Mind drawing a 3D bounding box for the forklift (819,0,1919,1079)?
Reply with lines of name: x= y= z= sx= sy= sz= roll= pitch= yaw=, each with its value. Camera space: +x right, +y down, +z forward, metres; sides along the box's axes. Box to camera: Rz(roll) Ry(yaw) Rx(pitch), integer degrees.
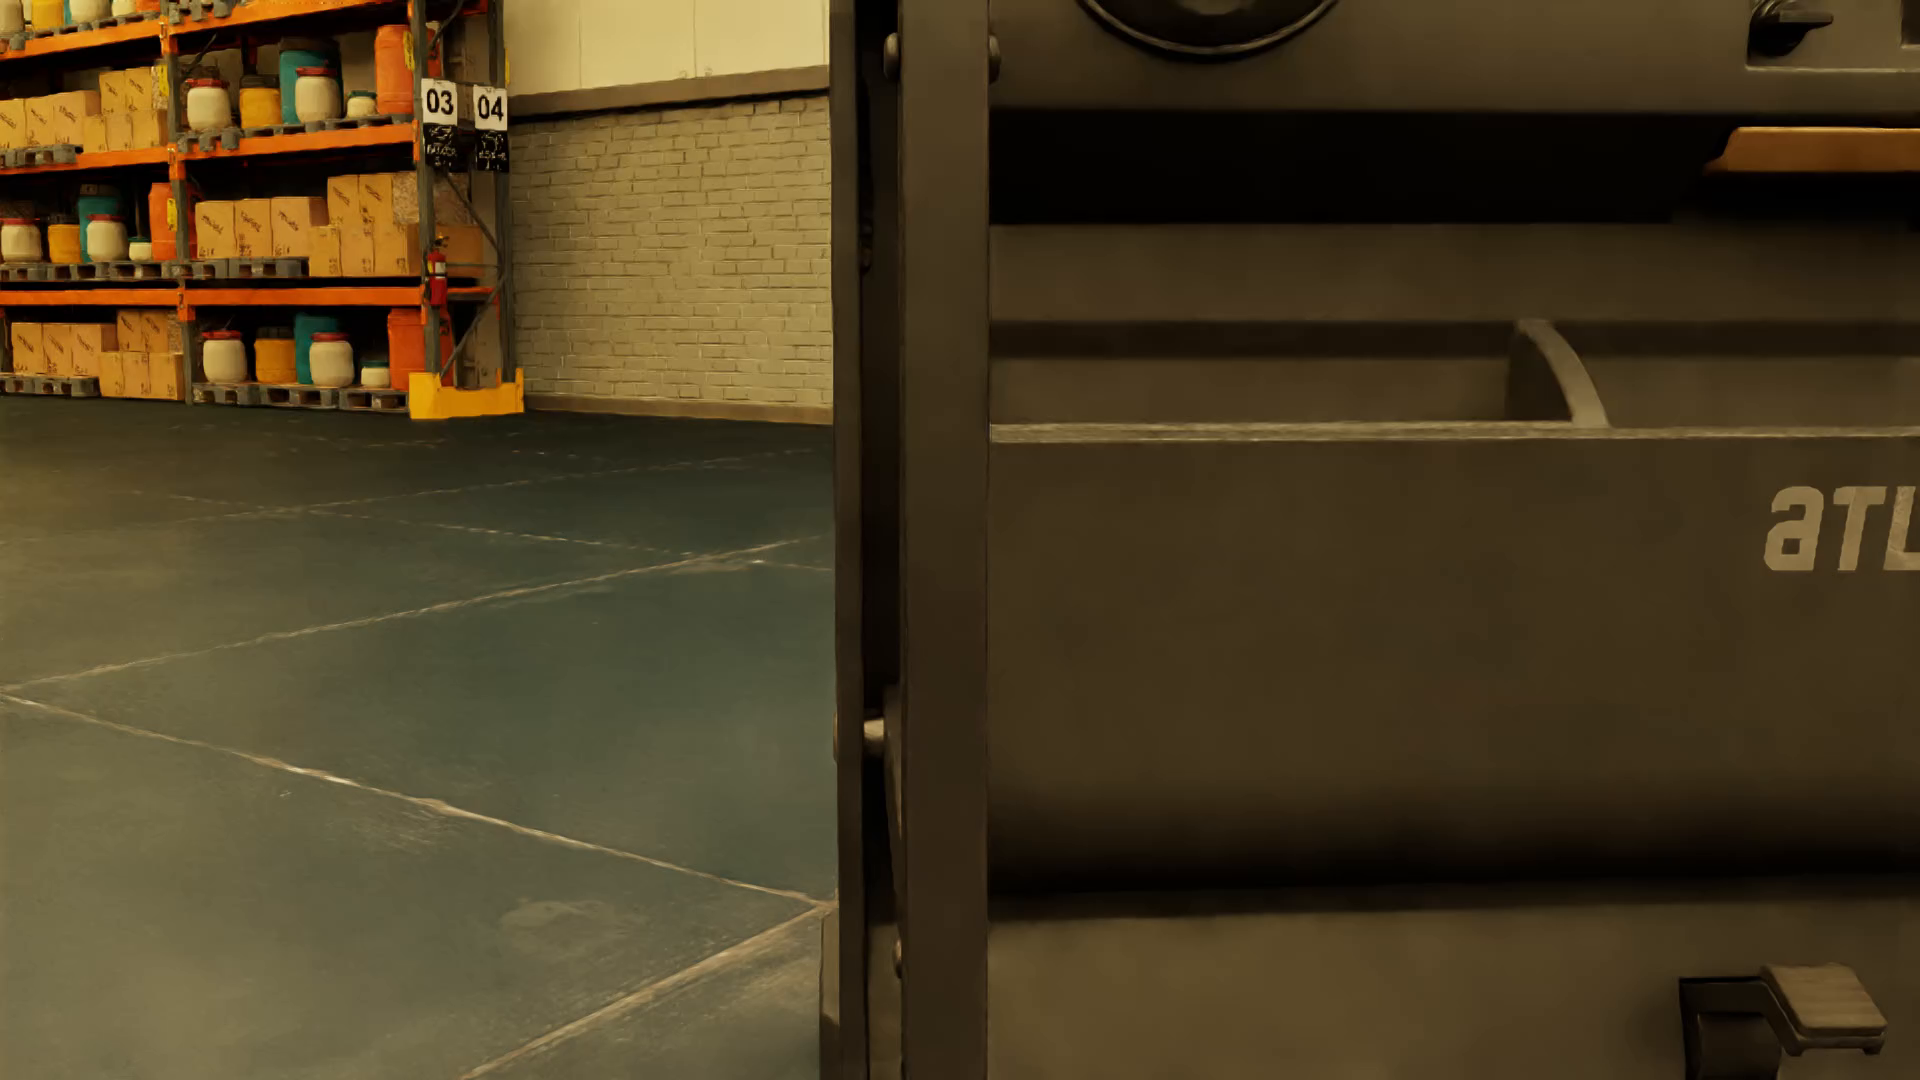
forklift: x=0.465 y=-0.534 z=0.948 sx=1.130 sy=2.935 sz=3.031 roll=-1 pitch=8 yaw=-4
